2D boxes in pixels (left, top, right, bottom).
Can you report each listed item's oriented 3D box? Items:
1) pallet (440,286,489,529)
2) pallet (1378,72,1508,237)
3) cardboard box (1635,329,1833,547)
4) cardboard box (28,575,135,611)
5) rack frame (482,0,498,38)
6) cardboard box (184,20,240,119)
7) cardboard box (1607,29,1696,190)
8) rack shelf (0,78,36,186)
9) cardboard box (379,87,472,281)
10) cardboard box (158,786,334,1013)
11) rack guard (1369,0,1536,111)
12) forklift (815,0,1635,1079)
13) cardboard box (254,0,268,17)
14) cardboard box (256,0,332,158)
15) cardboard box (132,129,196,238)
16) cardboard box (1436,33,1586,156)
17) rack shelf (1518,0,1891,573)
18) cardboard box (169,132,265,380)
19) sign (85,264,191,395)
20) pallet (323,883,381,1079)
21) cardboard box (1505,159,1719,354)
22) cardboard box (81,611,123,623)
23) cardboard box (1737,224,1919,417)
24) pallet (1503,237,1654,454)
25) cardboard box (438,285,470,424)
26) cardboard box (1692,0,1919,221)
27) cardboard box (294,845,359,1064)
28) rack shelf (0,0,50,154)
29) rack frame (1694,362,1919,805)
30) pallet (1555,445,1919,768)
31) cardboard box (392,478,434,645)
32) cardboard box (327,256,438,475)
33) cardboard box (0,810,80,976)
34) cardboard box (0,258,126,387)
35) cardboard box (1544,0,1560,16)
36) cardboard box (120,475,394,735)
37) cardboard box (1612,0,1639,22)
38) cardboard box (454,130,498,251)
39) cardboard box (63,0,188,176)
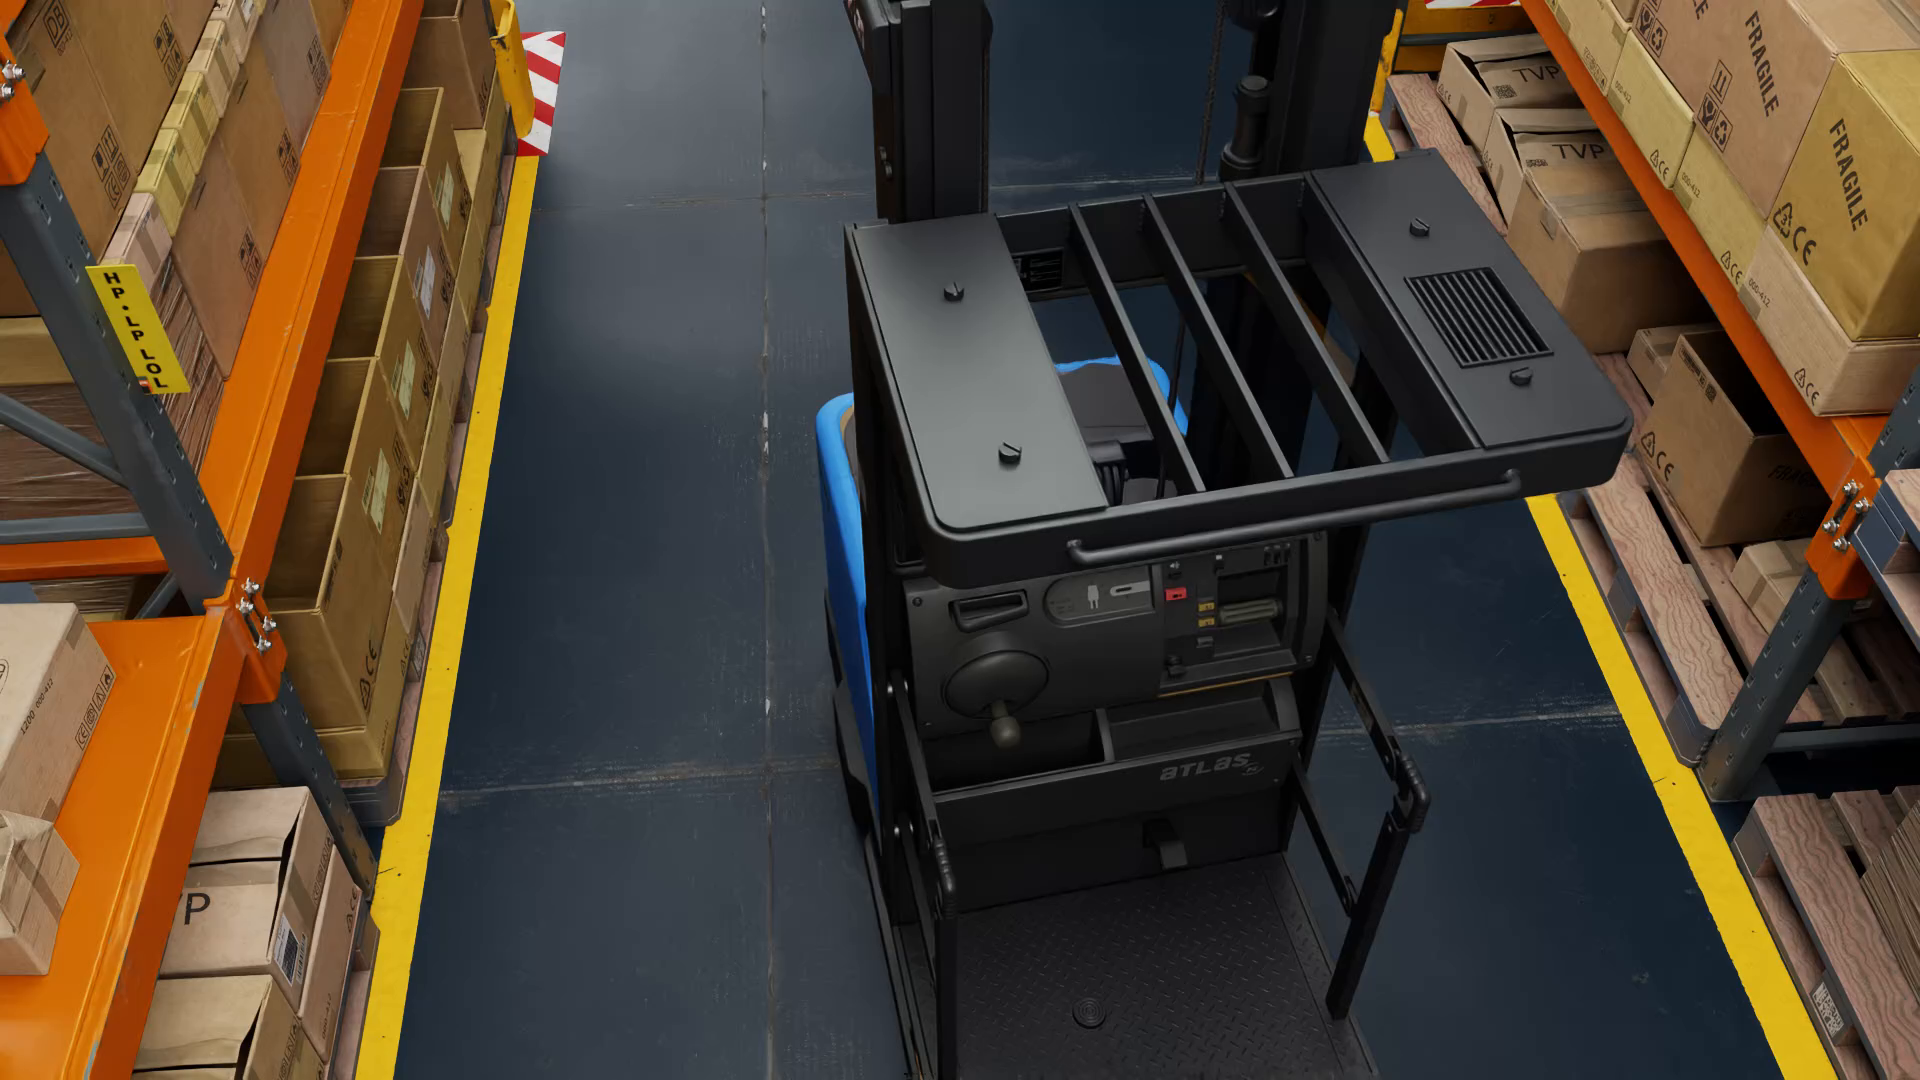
[{"bbox_3d":[-2.319,-0.511,6.088,1.003,0.211,1.213,-3,47,-3],"label":"pallet"},{"bbox_3d":[2.451,-1.601,7.121,1.003,0.211,1.213,-3,47,-3],"label":"pallet"},{"bbox_3d":[2.620,-0.351,5.435,0.500,0.500,0.500,-7,47,-6],"label":"cardboard box"},{"bbox_3d":[-2.476,-0.149,4.913,0.500,0.500,0.500,-3,47,-3],"label":"cardboard box"},{"bbox_3d":[-2.524,-2.901,6.432,1.000,3.000,0.127,-3,47,-3],"label":"rack frame"},{"bbox_3d":[-2.105,-1.210,4.314,0.380,0.149,0.250,-5,47,-5],"label":"cardboard box"},{"bbox_3d":[2.314,-1.314,5.018,0.500,0.250,0.500,-4,47,-4],"label":"cardboard box"},{"bbox_3d":[-2.022,0.656,1.492,1.077,0.370,4.000,-3,47,-3],"label":"rack shelf"},{"bbox_3d":[-2.084,-1.265,5.971,0.500,0.500,0.500,-3,47,-3],"label":"cardboard box"},{"bbox_3d":[-1.869,0.877,4.072,0.500,0.311,0.500,-3,47,-3],"label":"cardboard box"},{"bbox_3d":[2.419,-2.290,7.575,1.175,0.500,0.348,-3,47,-3],"label":"rack guard"},{"bbox_3d":[0.395,0.300,3.447,1.130,2.935,3.031,-9,47,-8],"label":"forklift"},{"bbox_3d":[-2.152,-1.591,4.675,0.380,0.149,0.250,-4,47,-4],"label":"cardboard box"},{"bbox_3d":[-2.365,-1.477,5.014,0.700,0.500,0.500,-2,47,-2],"label":"cardboard box"},{"bbox_3d":[-2.063,-0.839,3.963,0.380,0.149,0.250,-5,47,-4],"label":"cardboard box"},{"bbox_3d":[2.380,-1.926,7.057,0.500,0.311,0.500,-8,47,-8],"label":"cardboard box"},{"bbox_3d":[2.580,-1.511,5.610,1.077,0.370,4.000,-3,47,-3],"label":"rack shelf"},{"bbox_3d":[-2.283,-0.743,4.319,0.700,0.500,0.500,-4,47,-4],"label":"cardboard box"},{"bbox_3d":[-1.649,-0.418,3.337,0.100,0.325,0.005,-3,47,-3],"label":"sign"},{"bbox_3d":[-2.088,1.482,4.201,1.003,0.211,1.213,-3,47,-3],"label":"pallet"},{"bbox_3d":[2.440,-1.044,6.092,0.700,0.500,0.500,-6,47,-6],"label":"cardboard box"},{"bbox_3d":[-2.446,0.472,4.842,0.500,0.250,0.500,-3,47,-3],"label":"cardboard box"},{"bbox_3d":[2.405,-0.590,4.333,0.500,0.250,0.500,-3,47,-3],"label":"cardboard box"},{"bbox_3d":[2.550,-0.721,6.287,1.003,0.211,1.213,-3,47,-3],"label":"pallet"},{"bbox_3d":[-2.047,-0.646,5.900,0.500,0.250,0.500,-3,47,-3],"label":"cardboard box"},{"bbox_3d":[2.352,-1.208,4.401,0.500,0.500,0.500,-4,47,-4],"label":"cardboard box"},{"bbox_3d":[-1.865,1.076,4.269,0.500,0.250,0.500,-4,47,-4],"label":"cardboard box"},{"bbox_3d":[-2.356,-2.238,4.233,1.077,0.370,4.000,-3,47,-3],"label":"rack shelf"},{"bbox_3d":[2.747,-0.311,3.979,1.000,3.000,0.127,-3,47,-3],"label":"rack frame"},{"bbox_3d":[2.656,0.164,5.449,1.003,0.211,1.213,-3,47,-3],"label":"pallet"},{"bbox_3d":[-1.962,0.078,5.215,0.500,0.250,0.500,-3,47,-3],"label":"cardboard box"},{"bbox_3d":[-2.000,-0.542,5.285,0.500,0.500,0.500,-3,47,-3],"label":"cardboard box"},{"bbox_3d":[-1.932,0.664,3.148,0.396,0.266,0.258,-5,47,-4],"label":"cardboard box"},{"bbox_3d":[-2.018,-0.471,3.614,0.380,0.149,0.250,-4,47,-3],"label":"cardboard box"},{"bbox_3d":[2.231,-2.044,5.710,0.500,0.250,0.500,-4,47,-4],"label":"cardboard box"},{"bbox_3d":[-1.916,0.182,4.600,0.500,0.500,0.500,-3,47,-3],"label":"cardboard box"},{"bbox_3d":[2.276,-1.949,5.103,0.500,0.500,0.500,-2,47,-2],"label":"cardboard box"},{"bbox_3d":[-2.131,-1.369,6.585,0.500,0.250,0.500,-3,47,-3],"label":"cardboard box"},{"bbox_3d":[-2.276,-1.174,3.833,0.700,0.500,0.500,-4,47,-3],"label":"cardboard box"}]
